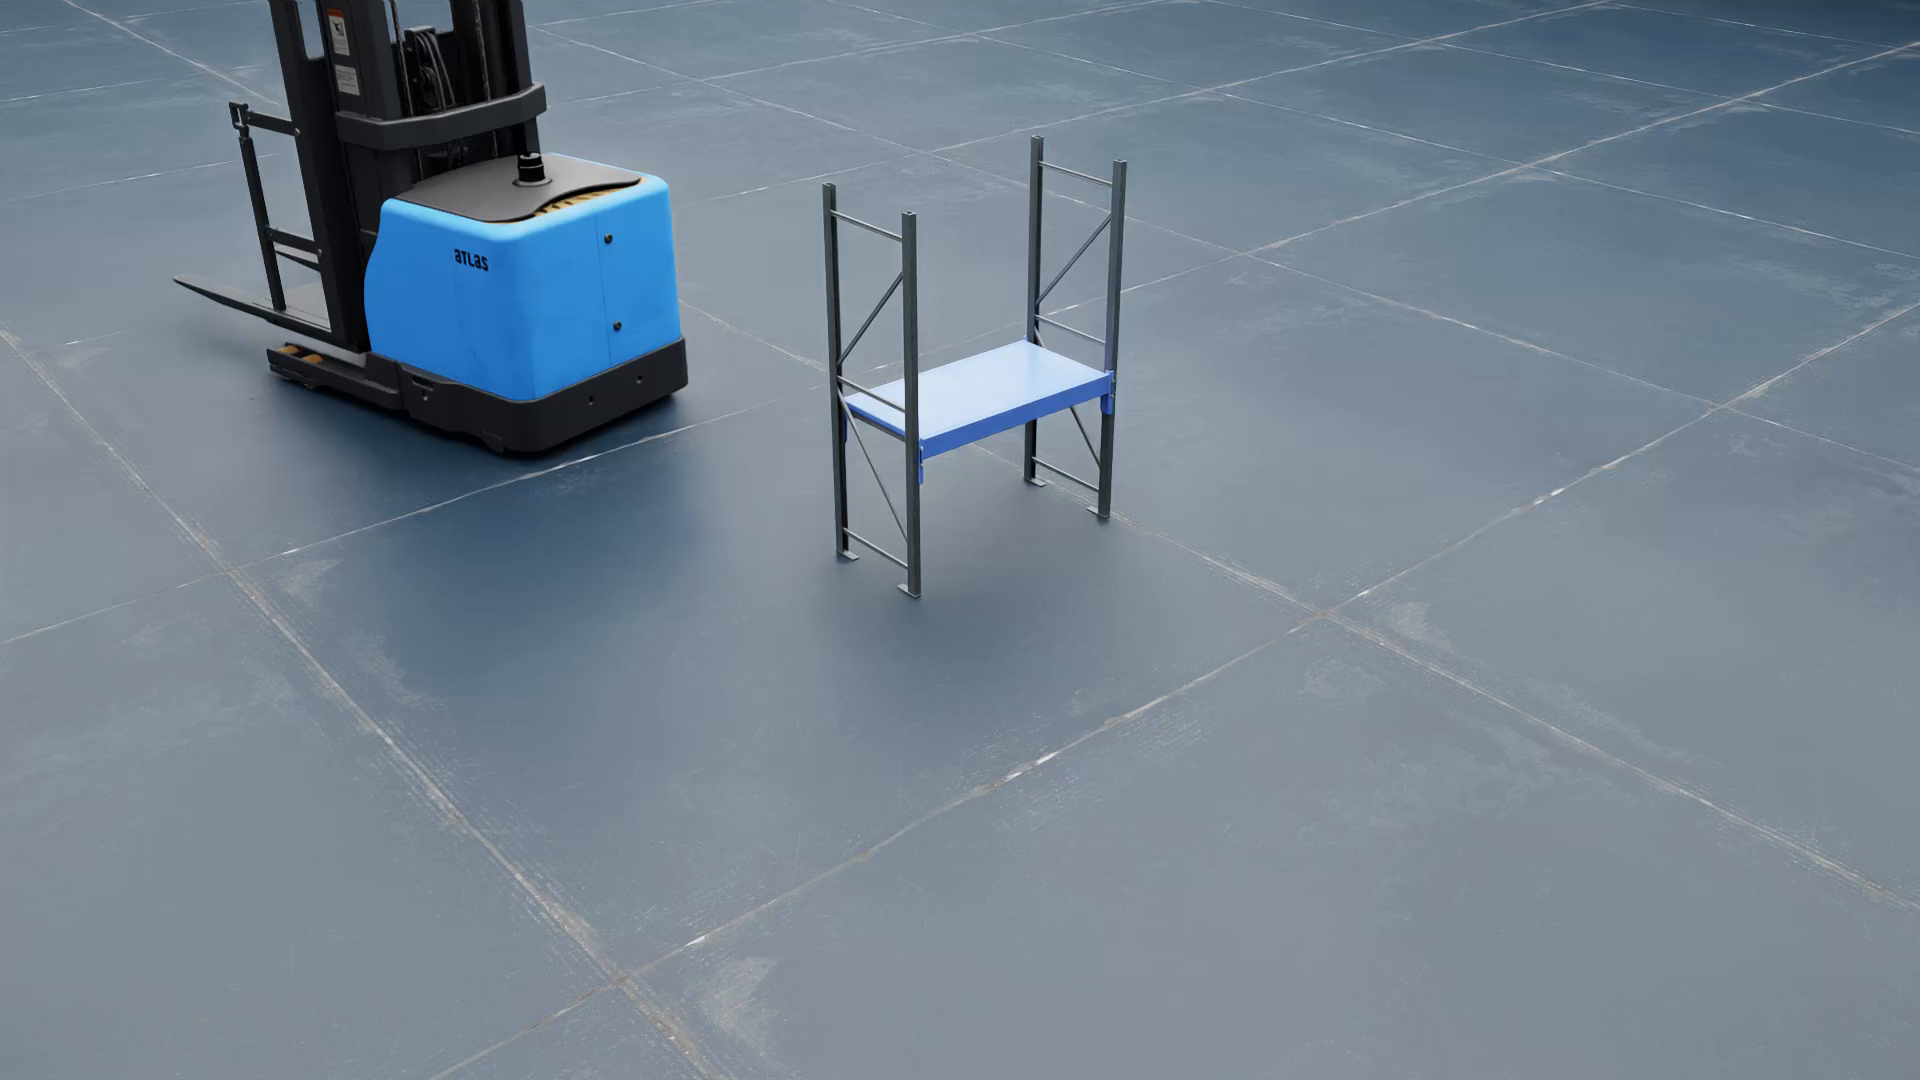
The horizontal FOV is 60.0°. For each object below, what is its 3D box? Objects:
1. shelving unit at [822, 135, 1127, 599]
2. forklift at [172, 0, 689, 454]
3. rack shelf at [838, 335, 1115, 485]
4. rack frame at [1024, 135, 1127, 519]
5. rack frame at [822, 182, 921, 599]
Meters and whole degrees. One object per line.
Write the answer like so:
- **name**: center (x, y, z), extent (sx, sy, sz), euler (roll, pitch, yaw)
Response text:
- **shelving unit**: center (0.065, -0.688, 6.445), extent (1.048, 1.500, 0.538), euler (-22, 35, -35)
- **forklift**: center (-2.801, -2.213, 7.781), extent (3.031, 2.935, 1.130), euler (19, 33, 31)
- **rack shelf**: center (0.065, -0.529, 6.530), extent (1.000, 0.185, 0.538), euler (-22, 35, -35)
- **rack frame**: center (0.452, -0.843, 6.736), extent (0.032, 1.500, 0.500), euler (-22, 35, -35)
- **rack frame**: center (-0.322, -0.532, 6.154), extent (0.032, 1.500, 0.500), euler (-22, 35, -35)
